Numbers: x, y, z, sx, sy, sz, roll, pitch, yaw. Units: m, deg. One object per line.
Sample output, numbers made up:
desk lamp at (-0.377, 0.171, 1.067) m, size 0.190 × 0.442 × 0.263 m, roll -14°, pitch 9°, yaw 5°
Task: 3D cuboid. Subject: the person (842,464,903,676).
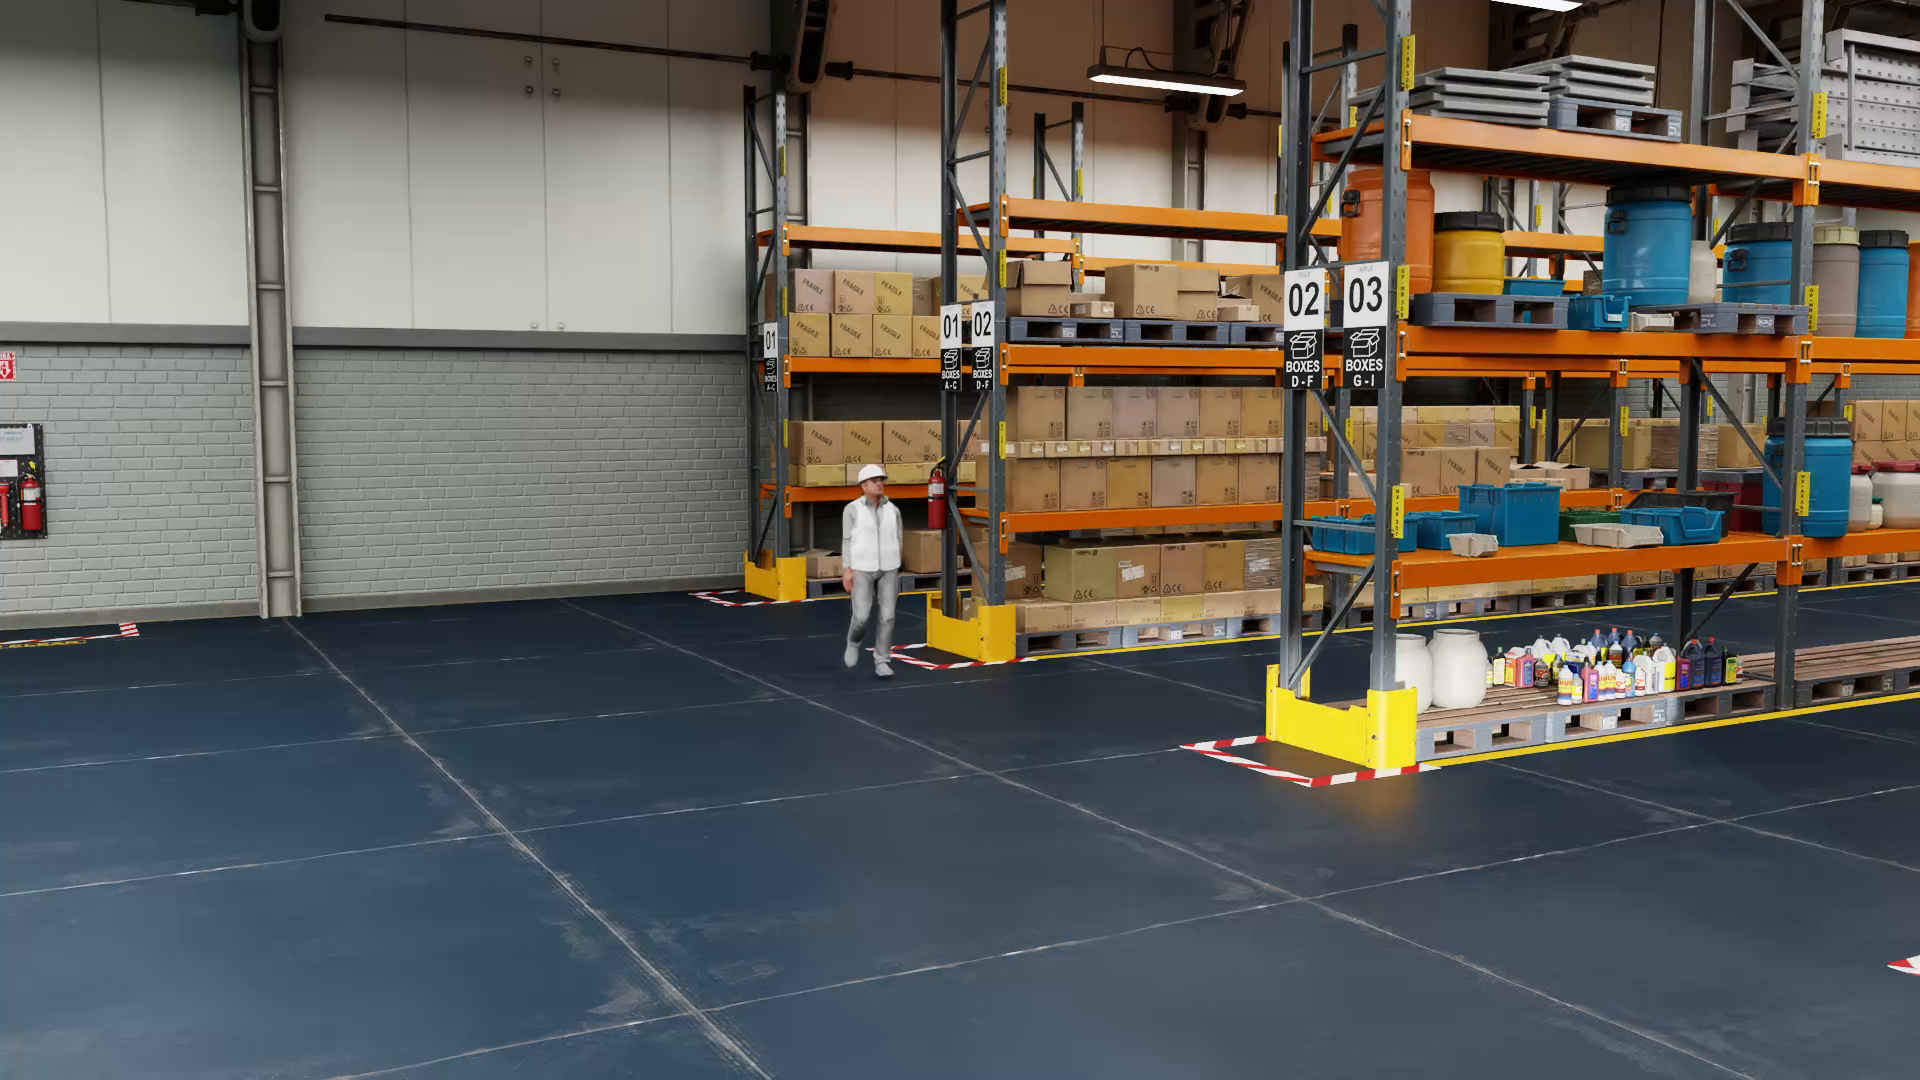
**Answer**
person at (-0.731, 0.246, 13.970) m, size 0.536 × 1.764 × 0.526 m, roll -2°, pitch 5°, yaw -20°
